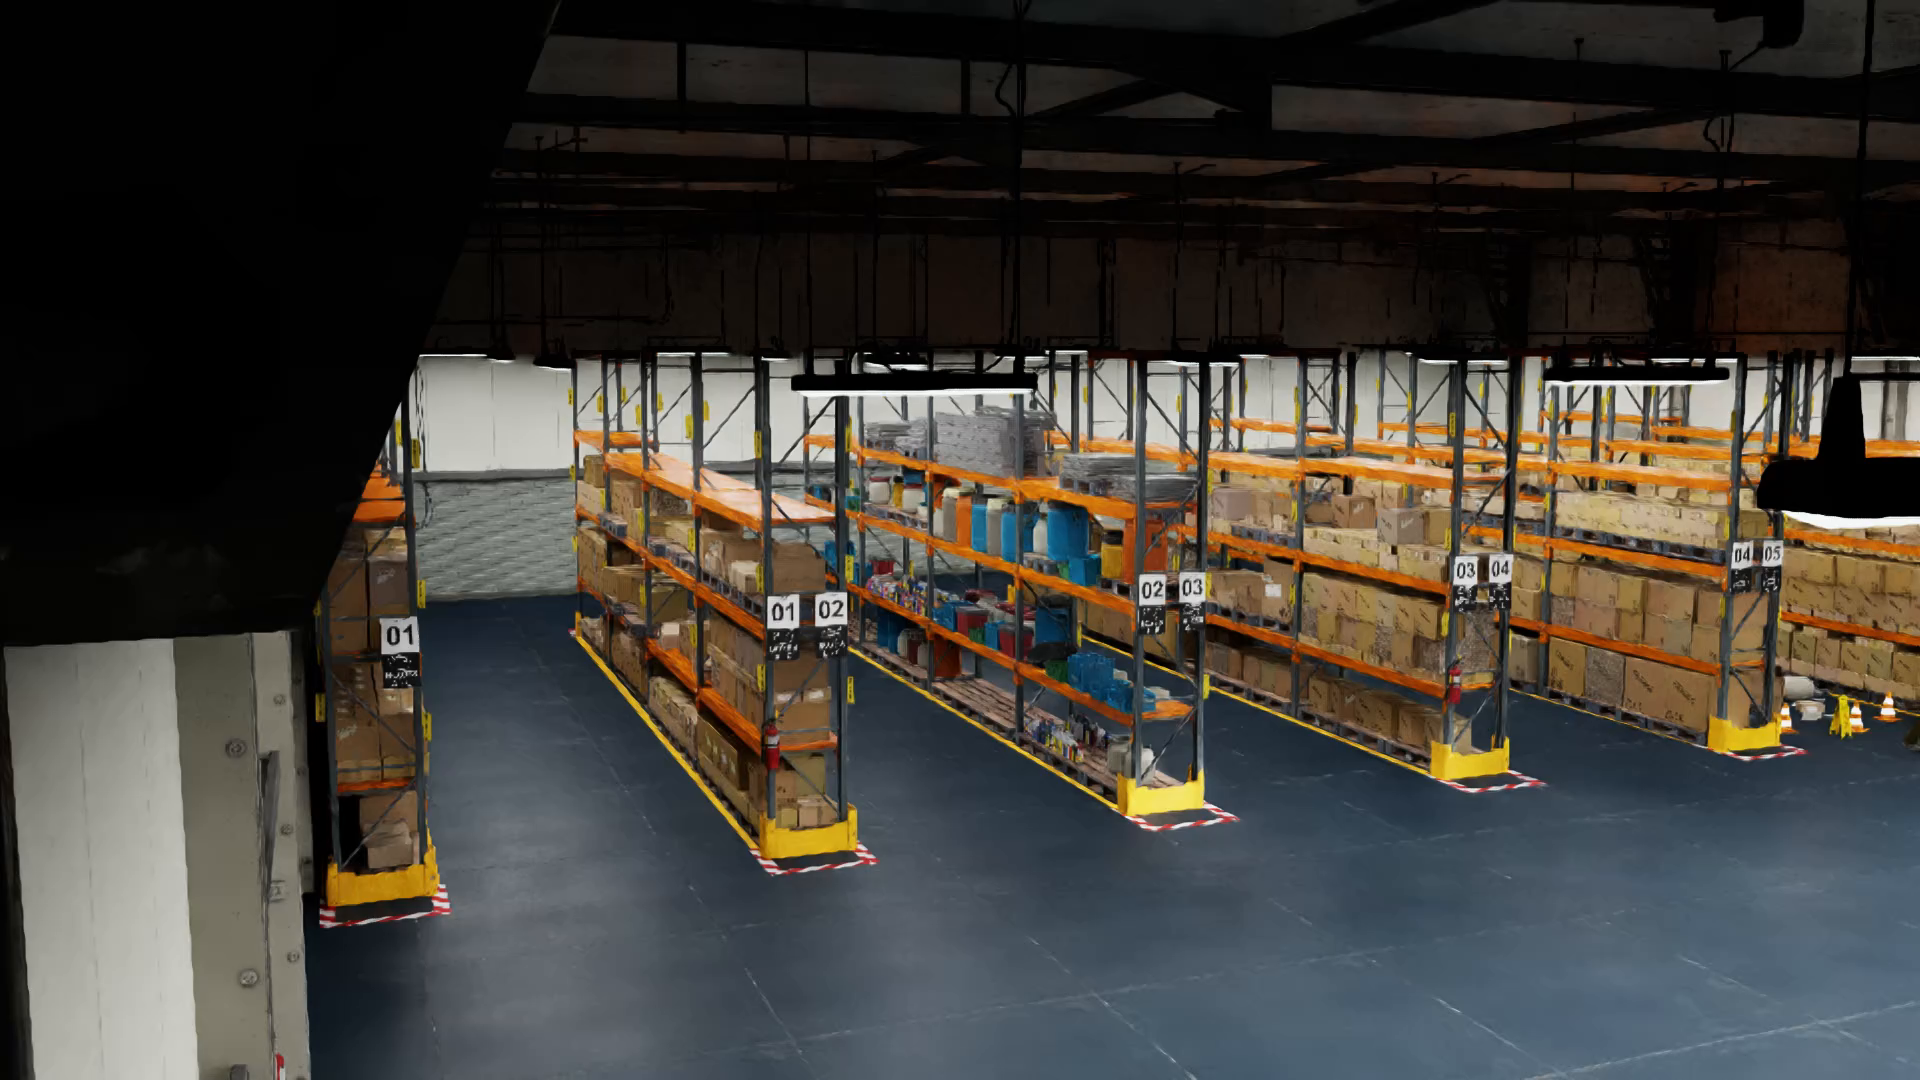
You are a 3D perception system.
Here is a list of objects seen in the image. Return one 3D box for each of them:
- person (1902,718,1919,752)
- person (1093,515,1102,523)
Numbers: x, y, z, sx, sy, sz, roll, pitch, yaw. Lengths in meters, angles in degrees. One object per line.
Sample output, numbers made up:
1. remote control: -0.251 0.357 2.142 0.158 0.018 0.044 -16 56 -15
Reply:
1. person: 14.667 2.398 24.757 0.601 1.698 1.195 -3 8 -22
2. person: 3.495 0.195 42.453 0.563 1.707 1.127 -3 8 -23
